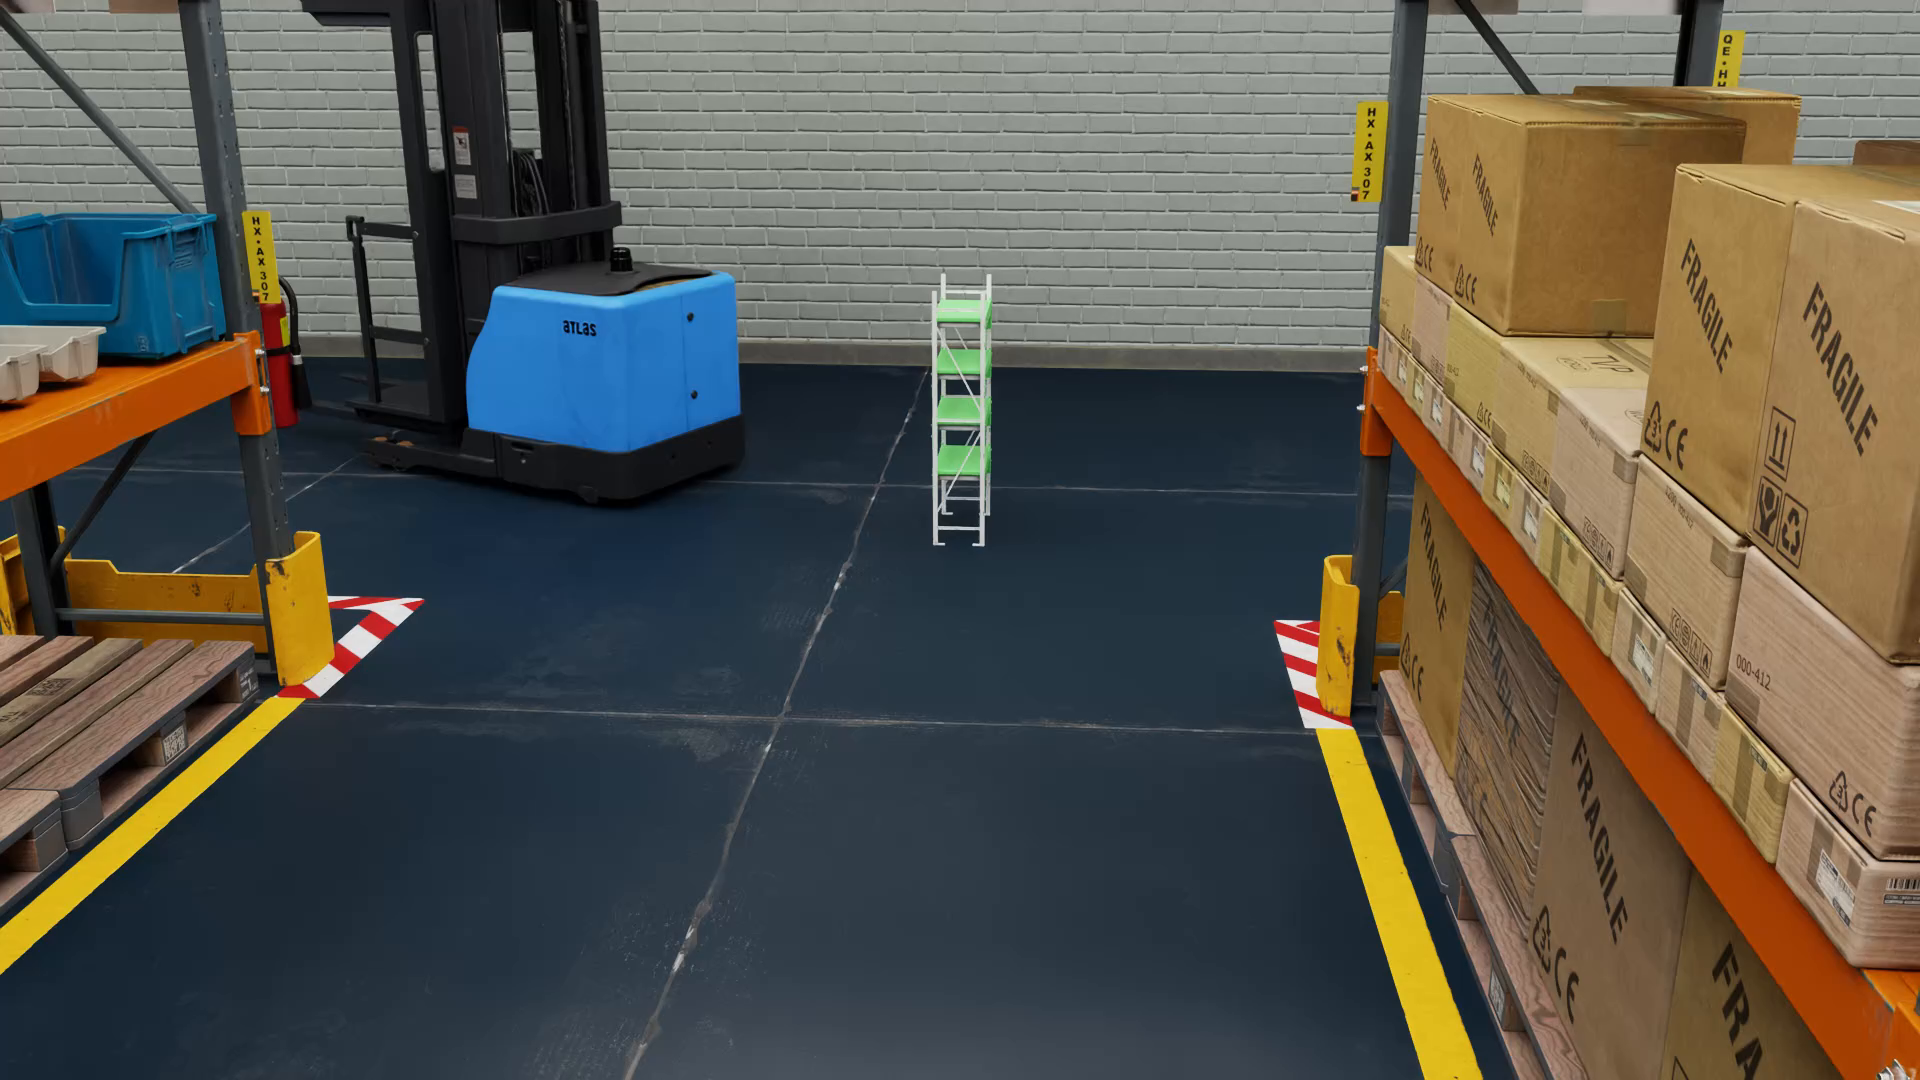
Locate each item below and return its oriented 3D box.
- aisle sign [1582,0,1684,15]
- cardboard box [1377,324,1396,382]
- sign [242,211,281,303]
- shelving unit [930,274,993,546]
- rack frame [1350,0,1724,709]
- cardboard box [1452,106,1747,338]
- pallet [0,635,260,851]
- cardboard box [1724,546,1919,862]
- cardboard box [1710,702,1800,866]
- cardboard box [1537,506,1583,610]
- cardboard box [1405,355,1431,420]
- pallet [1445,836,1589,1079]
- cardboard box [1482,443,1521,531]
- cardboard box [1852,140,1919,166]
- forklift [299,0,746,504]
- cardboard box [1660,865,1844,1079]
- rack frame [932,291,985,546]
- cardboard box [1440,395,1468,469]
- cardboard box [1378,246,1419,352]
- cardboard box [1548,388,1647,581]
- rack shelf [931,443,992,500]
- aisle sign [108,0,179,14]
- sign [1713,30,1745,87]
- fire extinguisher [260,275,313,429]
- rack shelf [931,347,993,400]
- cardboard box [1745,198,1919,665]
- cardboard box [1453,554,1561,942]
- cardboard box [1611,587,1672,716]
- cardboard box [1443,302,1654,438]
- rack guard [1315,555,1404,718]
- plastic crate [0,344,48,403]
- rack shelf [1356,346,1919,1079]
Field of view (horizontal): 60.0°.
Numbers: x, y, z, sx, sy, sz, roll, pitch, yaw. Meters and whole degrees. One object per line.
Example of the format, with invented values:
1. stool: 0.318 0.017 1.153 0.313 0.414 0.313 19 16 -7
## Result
1. aisle sign: 2.215 -2.074 5.259 0.394 0.787 0.004 1 18 4
2. cardboard box: 1.556 -0.600 5.341 0.380 0.149 0.250 1 18 5
3. sign: -2.480 -1.003 5.906 0.100 0.325 0.005 1 18 4
4. shelving unit: 0.012 -0.622 7.893 0.258 1.200 0.503 1 18 4
5. rack frame: 1.910 -0.822 5.616 1.000 3.000 0.127 1 18 4
6. cardboard box: 1.539 -0.790 4.074 0.500 0.500 0.500 1 18 2
7. pallet: -3.128 0.647 5.608 1.003 0.211 1.213 1 18 4
8. cardboard box: 1.393 0.207 2.238 0.500 0.250 0.500 1 18 3
9. cardboard box: 1.337 0.357 2.419 0.380 0.149 0.250 2 18 5
10. cardboard box: 1.410 0.038 3.393 0.380 0.149 0.250 1 18 3
11. cardboard box: 1.521 -0.441 4.855 0.380 0.149 0.250 1 18 3
12. pallet: 1.841 1.131 4.134 1.003 0.211 1.213 1 18 4
13. cardboard box: 1.447 -0.122 3.883 0.380 0.149 0.250 1 18 3
14. cardboard box: 1.988 -0.464 3.081 0.500 0.500 0.500 1 18 2
15. forklift: -2.705 -1.894 8.995 3.031 2.935 1.130 10 21 29
16. cardboard box: 1.751 1.027 2.710 0.875 0.875 0.875 1 18 4
17. rack frame: -0.006 -0.546 7.662 0.240 1.200 0.015 1 18 4
18. cardboard box: 1.484 -0.281 4.367 0.380 0.149 0.250 1 18 3
19. cardboard box: 1.606 -0.750 5.156 0.500 0.250 0.500 1 18 2
20. cardboard box: 1.464 -0.113 3.212 0.500 0.250 0.500 2 18 5
21. rack shelf: 0.012 -0.333 7.988 0.258 0.148 0.480 1 18 4
22. aisle sign: -2.733 -2.184 5.597 0.394 0.787 0.004 1 18 4
23. sign: 2.450 -1.469 5.349 0.100 0.325 0.005 1 18 4
24. fire extinguisher: -2.566 -0.756 6.135 0.296 0.674 0.183 1 18 4
25. rack shelf: 0.012 -0.789 7.838 0.258 0.148 0.480 1 18 4
26. cardboard box: 1.390 -0.155 2.139 0.500 0.500 0.500 2 18 5
27. cardboard box: 1.879 0.471 4.407 0.875 0.875 0.875 1 18 4
28. cardboard box: 1.374 0.198 2.906 0.380 0.149 0.250 2 18 5
29. cardboard box: 1.536 -0.432 4.187 0.500 0.250 0.500 1 18 2
30. rack guard: 1.912 0.358 6.028 1.175 0.500 0.348 1 18 4
31. plastic crate: -2.943 -0.489 4.926 0.396 0.136 0.243 1 18 4
32. rack shelf: 1.767 0.141 3.832 1.077 0.370 4.000 1 18 4
